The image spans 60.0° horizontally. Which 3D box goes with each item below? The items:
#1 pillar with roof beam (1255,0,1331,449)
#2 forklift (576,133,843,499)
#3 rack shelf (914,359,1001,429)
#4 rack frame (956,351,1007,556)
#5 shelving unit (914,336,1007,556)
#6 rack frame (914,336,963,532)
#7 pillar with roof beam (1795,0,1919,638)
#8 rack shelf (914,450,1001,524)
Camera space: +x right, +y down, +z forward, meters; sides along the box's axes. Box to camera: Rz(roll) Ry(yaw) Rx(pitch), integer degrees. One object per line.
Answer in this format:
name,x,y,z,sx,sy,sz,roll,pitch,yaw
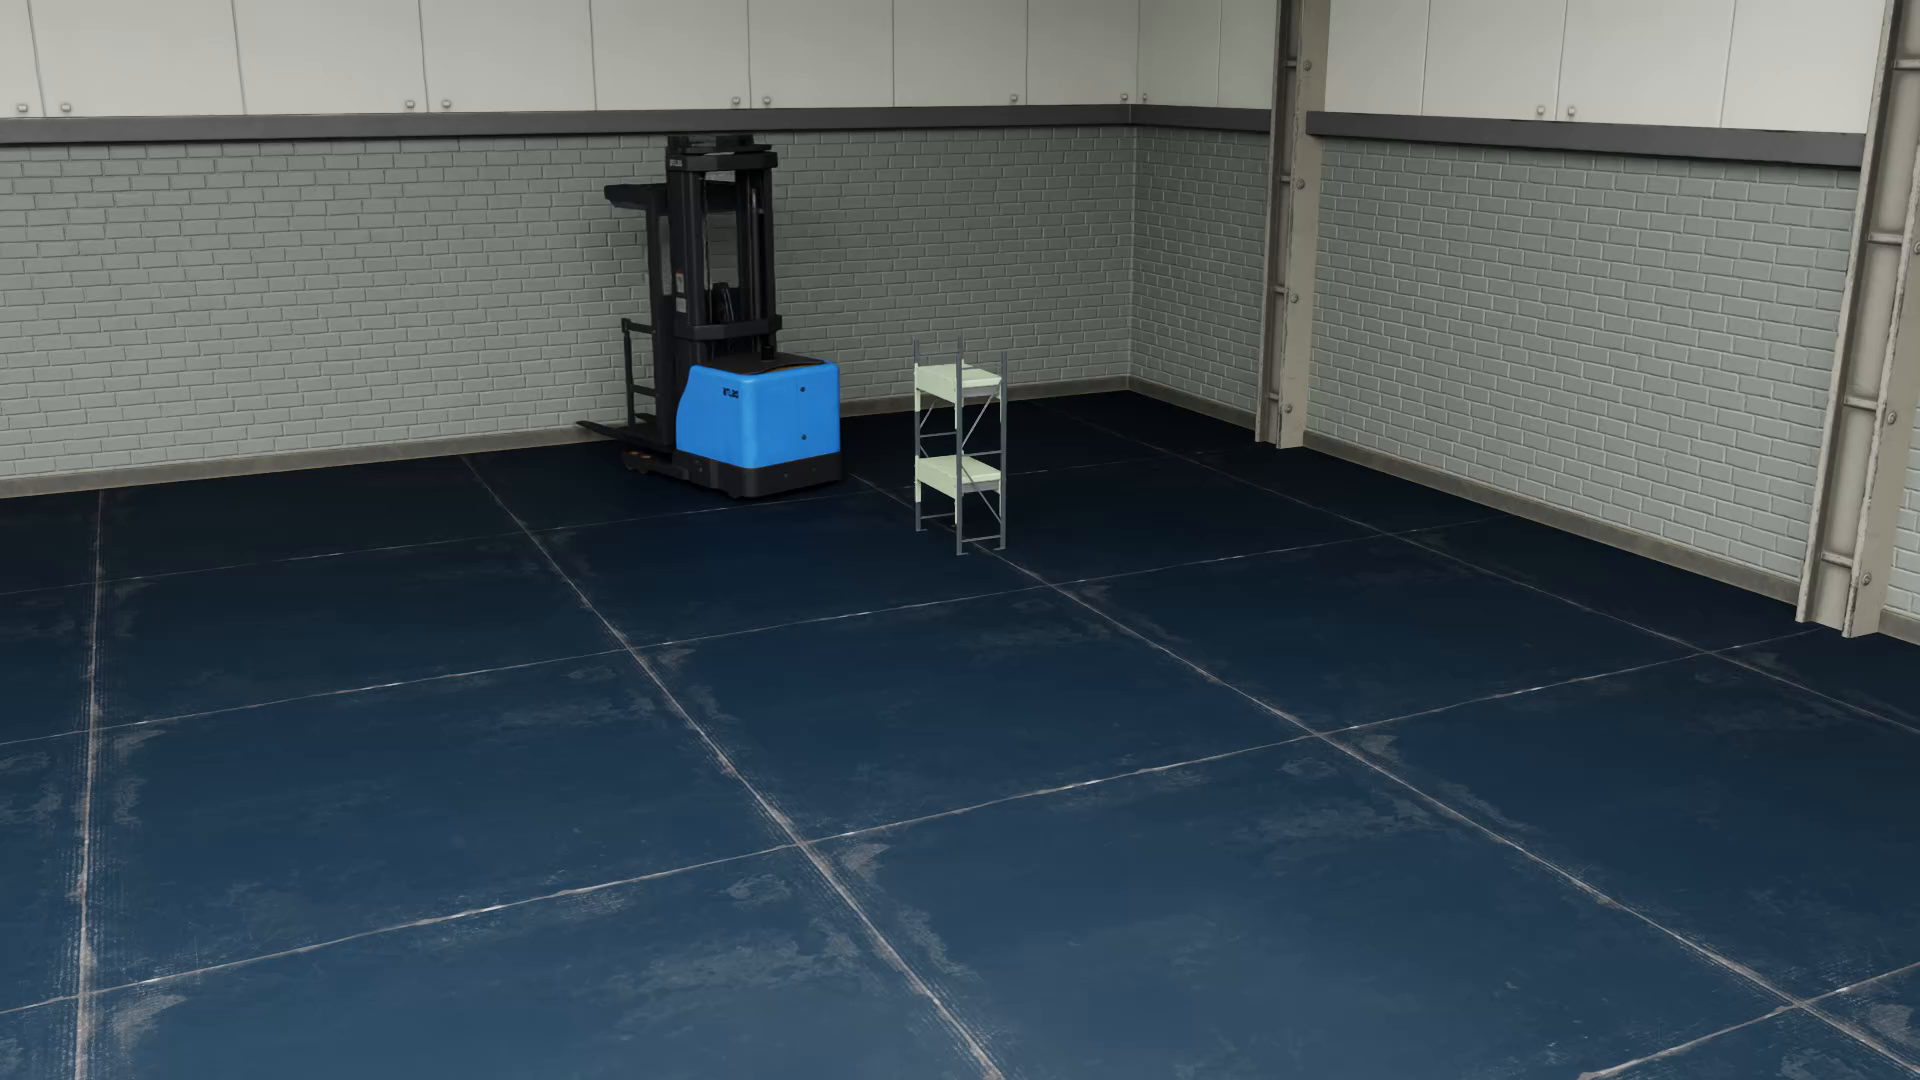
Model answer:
pillar with roof beam,-0.794,-4.737,12.943,9.100,9.000,0.400,-8,18,-25
forklift,-2.386,-2.082,14.693,1.130,2.935,3.031,-15,22,-41
rack shelf,-0.003,-1.098,12.442,0.431,0.370,0.720,-8,18,-25
rack frame,0.157,-0.632,12.233,0.400,1.500,0.023,-8,18,-25
shelving unit,-0.003,-0.723,12.550,0.431,1.500,0.755,-8,18,-25
rack frame,-0.163,-0.813,12.866,0.400,1.500,0.023,-8,18,-25
pillar with roof beam,1.835,-3.249,7.759,9.100,9.000,0.400,-8,18,-25
rack shelf,-0.003,-0.409,12.639,0.431,0.370,0.720,-8,18,-25
